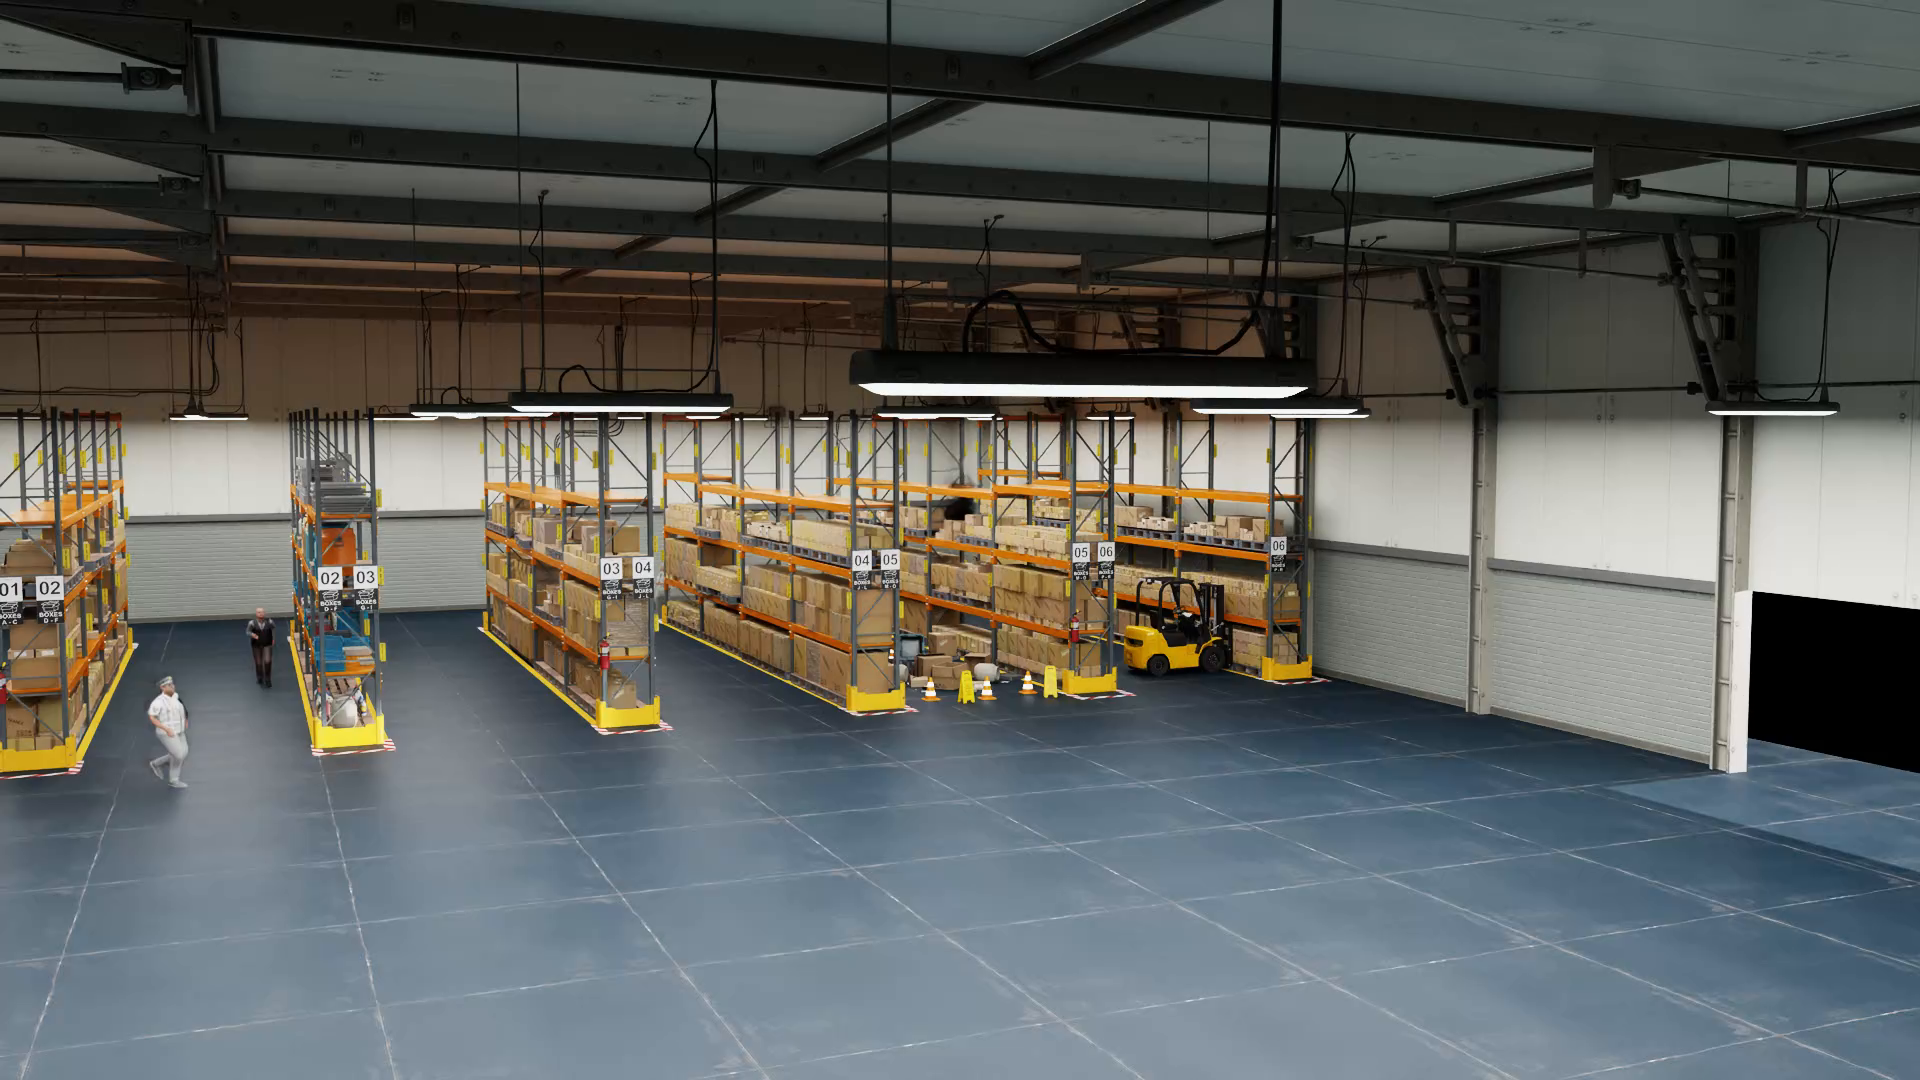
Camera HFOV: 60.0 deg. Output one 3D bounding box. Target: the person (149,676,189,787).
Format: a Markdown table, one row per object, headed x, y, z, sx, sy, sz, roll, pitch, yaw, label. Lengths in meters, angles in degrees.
| x | y | z | sx | sy | sz | roll | pitch | yaw | label |
| --- | --- | --- | --- | --- | --- | --- | --- | --- | --- |
| -12.508 | 3.019 | 26.257 | 0.614 | 1.766 | 0.658 | 0 | 4 | 7 | person |

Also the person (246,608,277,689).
| x | y | z | sx | sy | sz | roll | pitch | yaw | label |
| --- | --- | --- | --- | --- | --- | --- | --- | --- | --- |
| -15.160 | 2.343 | 36.095 | 0.604 | 1.758 | 0.803 | -1 | 4 | -20 | person |

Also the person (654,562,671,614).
| x | y | z | sx | sy | sz | roll | pitch | yaw | label |
| --- | --- | --- | --- | --- | --- | --- | --- | --- | --- |
| -8.698 | 1.488 | 48.942 | 0.811 | 1.681 | 0.657 | -3 | 5 | -35 | person |
